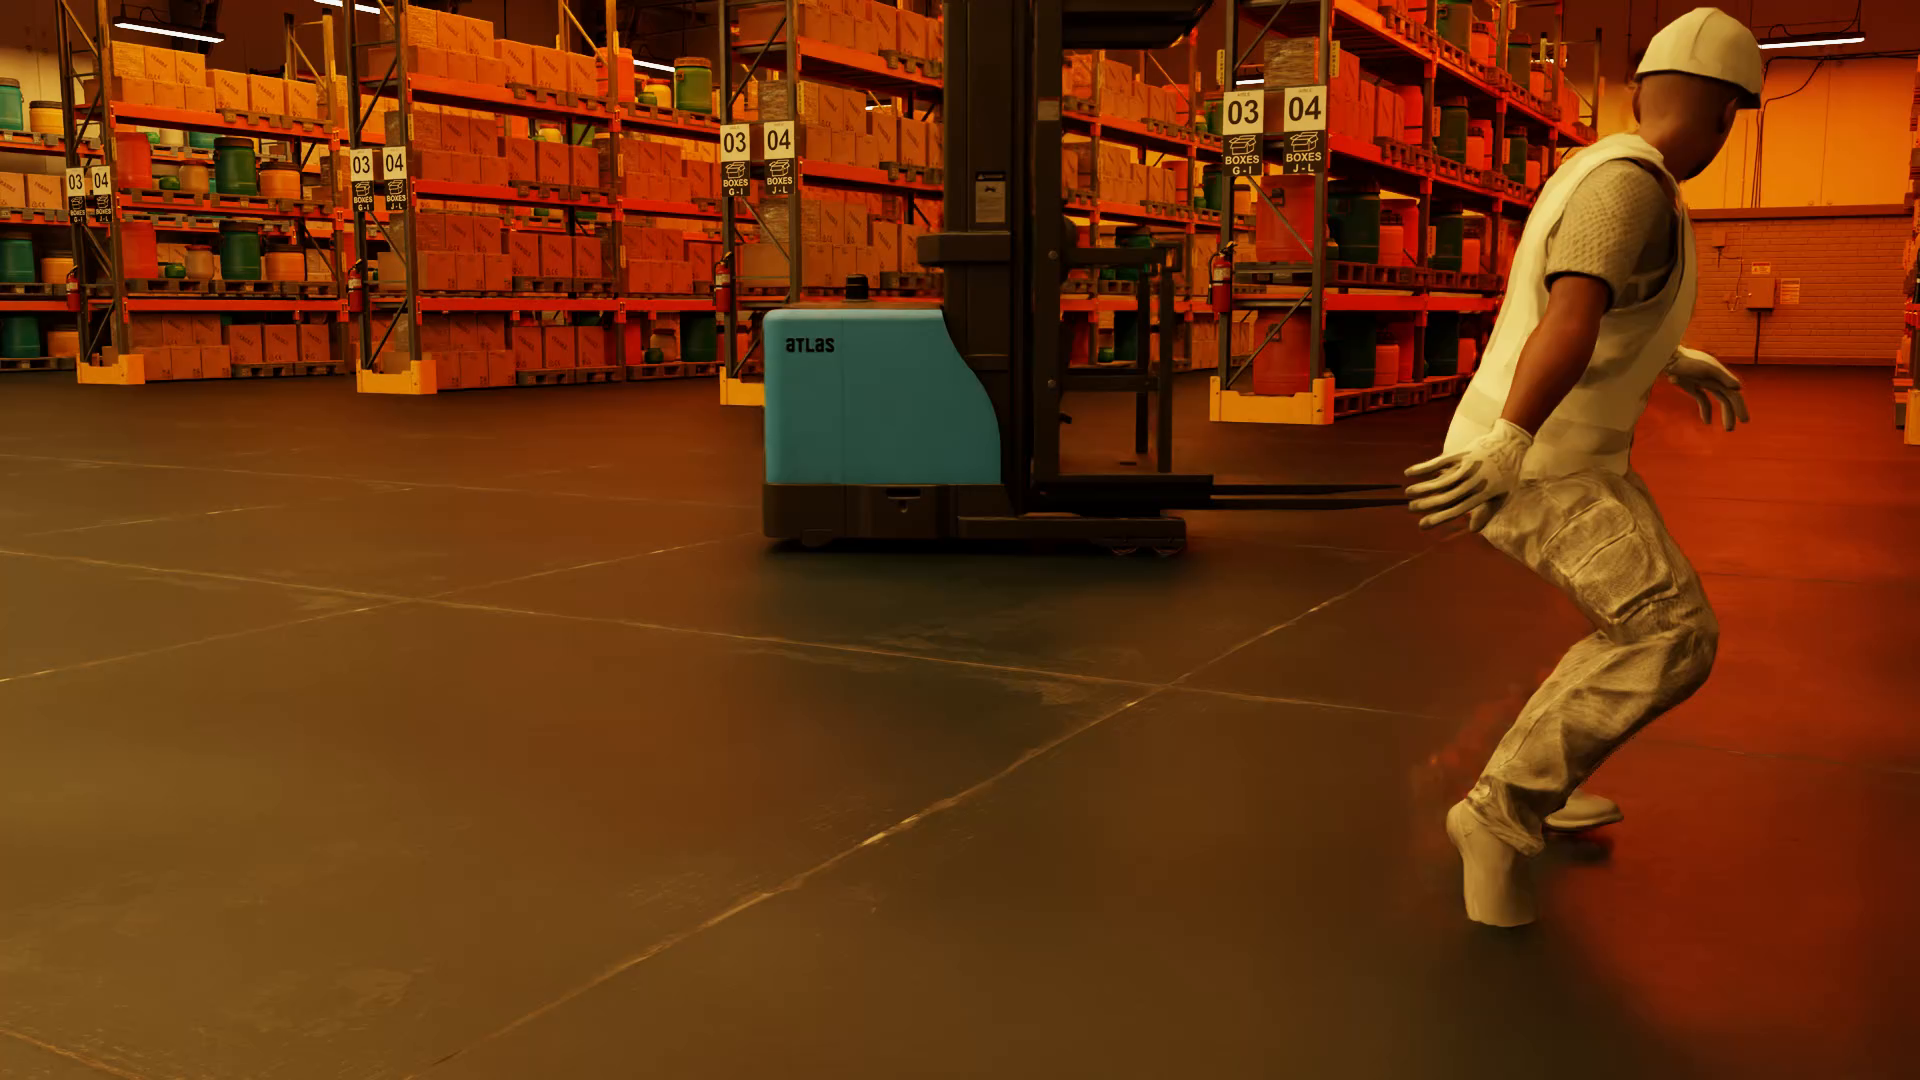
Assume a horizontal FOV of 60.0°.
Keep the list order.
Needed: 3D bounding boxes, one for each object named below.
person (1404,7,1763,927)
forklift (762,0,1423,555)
[{"bbox_3d":[1.159,-0.113,3.065,0.537,1.678,1.057,4,9,25],"label":"person"},{"bbox_3d":[0.637,-1.458,7.661,3.031,2.935,1.130,0,8,0],"label":"forklift"}]
